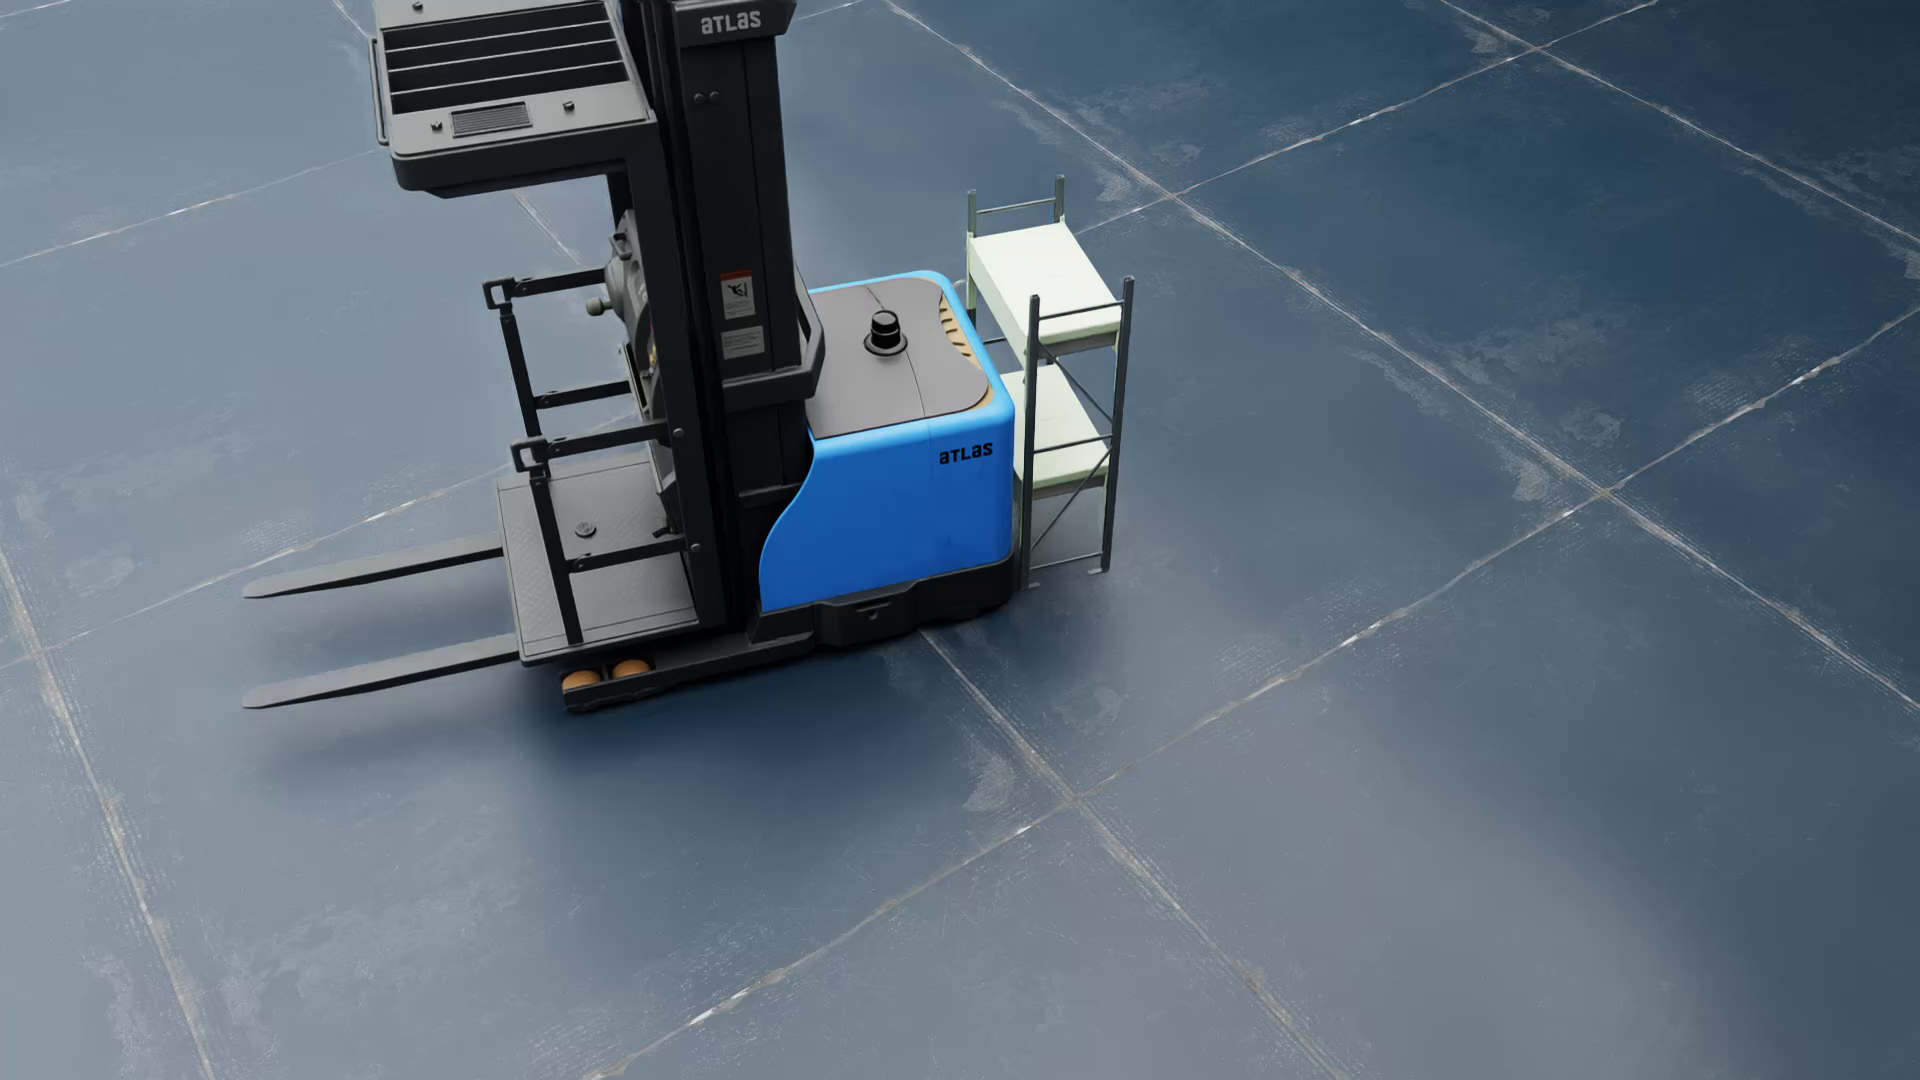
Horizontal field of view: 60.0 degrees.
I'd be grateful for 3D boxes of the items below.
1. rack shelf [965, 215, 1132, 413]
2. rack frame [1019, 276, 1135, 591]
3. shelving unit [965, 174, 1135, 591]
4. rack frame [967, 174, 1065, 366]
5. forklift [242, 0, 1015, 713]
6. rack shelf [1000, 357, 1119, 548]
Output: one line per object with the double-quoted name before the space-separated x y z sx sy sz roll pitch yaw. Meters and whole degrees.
"rack shelf" 0.333 -0.898 6.530 0.431 0.370 0.720 -12 45 -13
"rack frame" 0.444 -0.375 6.548 0.400 1.500 0.023 -12 45 -13
"shelving unit" 0.333 -0.616 6.800 0.431 1.500 0.755 -12 45 -13
"rack frame" 0.221 -0.857 7.052 0.400 1.500 0.023 -12 45 -13
"forklift" -1.353 -0.797 5.953 3.031 2.935 1.130 -12 45 -12
"rack shelf" 0.333 -0.380 7.025 0.431 0.370 0.720 -12 45 -13
